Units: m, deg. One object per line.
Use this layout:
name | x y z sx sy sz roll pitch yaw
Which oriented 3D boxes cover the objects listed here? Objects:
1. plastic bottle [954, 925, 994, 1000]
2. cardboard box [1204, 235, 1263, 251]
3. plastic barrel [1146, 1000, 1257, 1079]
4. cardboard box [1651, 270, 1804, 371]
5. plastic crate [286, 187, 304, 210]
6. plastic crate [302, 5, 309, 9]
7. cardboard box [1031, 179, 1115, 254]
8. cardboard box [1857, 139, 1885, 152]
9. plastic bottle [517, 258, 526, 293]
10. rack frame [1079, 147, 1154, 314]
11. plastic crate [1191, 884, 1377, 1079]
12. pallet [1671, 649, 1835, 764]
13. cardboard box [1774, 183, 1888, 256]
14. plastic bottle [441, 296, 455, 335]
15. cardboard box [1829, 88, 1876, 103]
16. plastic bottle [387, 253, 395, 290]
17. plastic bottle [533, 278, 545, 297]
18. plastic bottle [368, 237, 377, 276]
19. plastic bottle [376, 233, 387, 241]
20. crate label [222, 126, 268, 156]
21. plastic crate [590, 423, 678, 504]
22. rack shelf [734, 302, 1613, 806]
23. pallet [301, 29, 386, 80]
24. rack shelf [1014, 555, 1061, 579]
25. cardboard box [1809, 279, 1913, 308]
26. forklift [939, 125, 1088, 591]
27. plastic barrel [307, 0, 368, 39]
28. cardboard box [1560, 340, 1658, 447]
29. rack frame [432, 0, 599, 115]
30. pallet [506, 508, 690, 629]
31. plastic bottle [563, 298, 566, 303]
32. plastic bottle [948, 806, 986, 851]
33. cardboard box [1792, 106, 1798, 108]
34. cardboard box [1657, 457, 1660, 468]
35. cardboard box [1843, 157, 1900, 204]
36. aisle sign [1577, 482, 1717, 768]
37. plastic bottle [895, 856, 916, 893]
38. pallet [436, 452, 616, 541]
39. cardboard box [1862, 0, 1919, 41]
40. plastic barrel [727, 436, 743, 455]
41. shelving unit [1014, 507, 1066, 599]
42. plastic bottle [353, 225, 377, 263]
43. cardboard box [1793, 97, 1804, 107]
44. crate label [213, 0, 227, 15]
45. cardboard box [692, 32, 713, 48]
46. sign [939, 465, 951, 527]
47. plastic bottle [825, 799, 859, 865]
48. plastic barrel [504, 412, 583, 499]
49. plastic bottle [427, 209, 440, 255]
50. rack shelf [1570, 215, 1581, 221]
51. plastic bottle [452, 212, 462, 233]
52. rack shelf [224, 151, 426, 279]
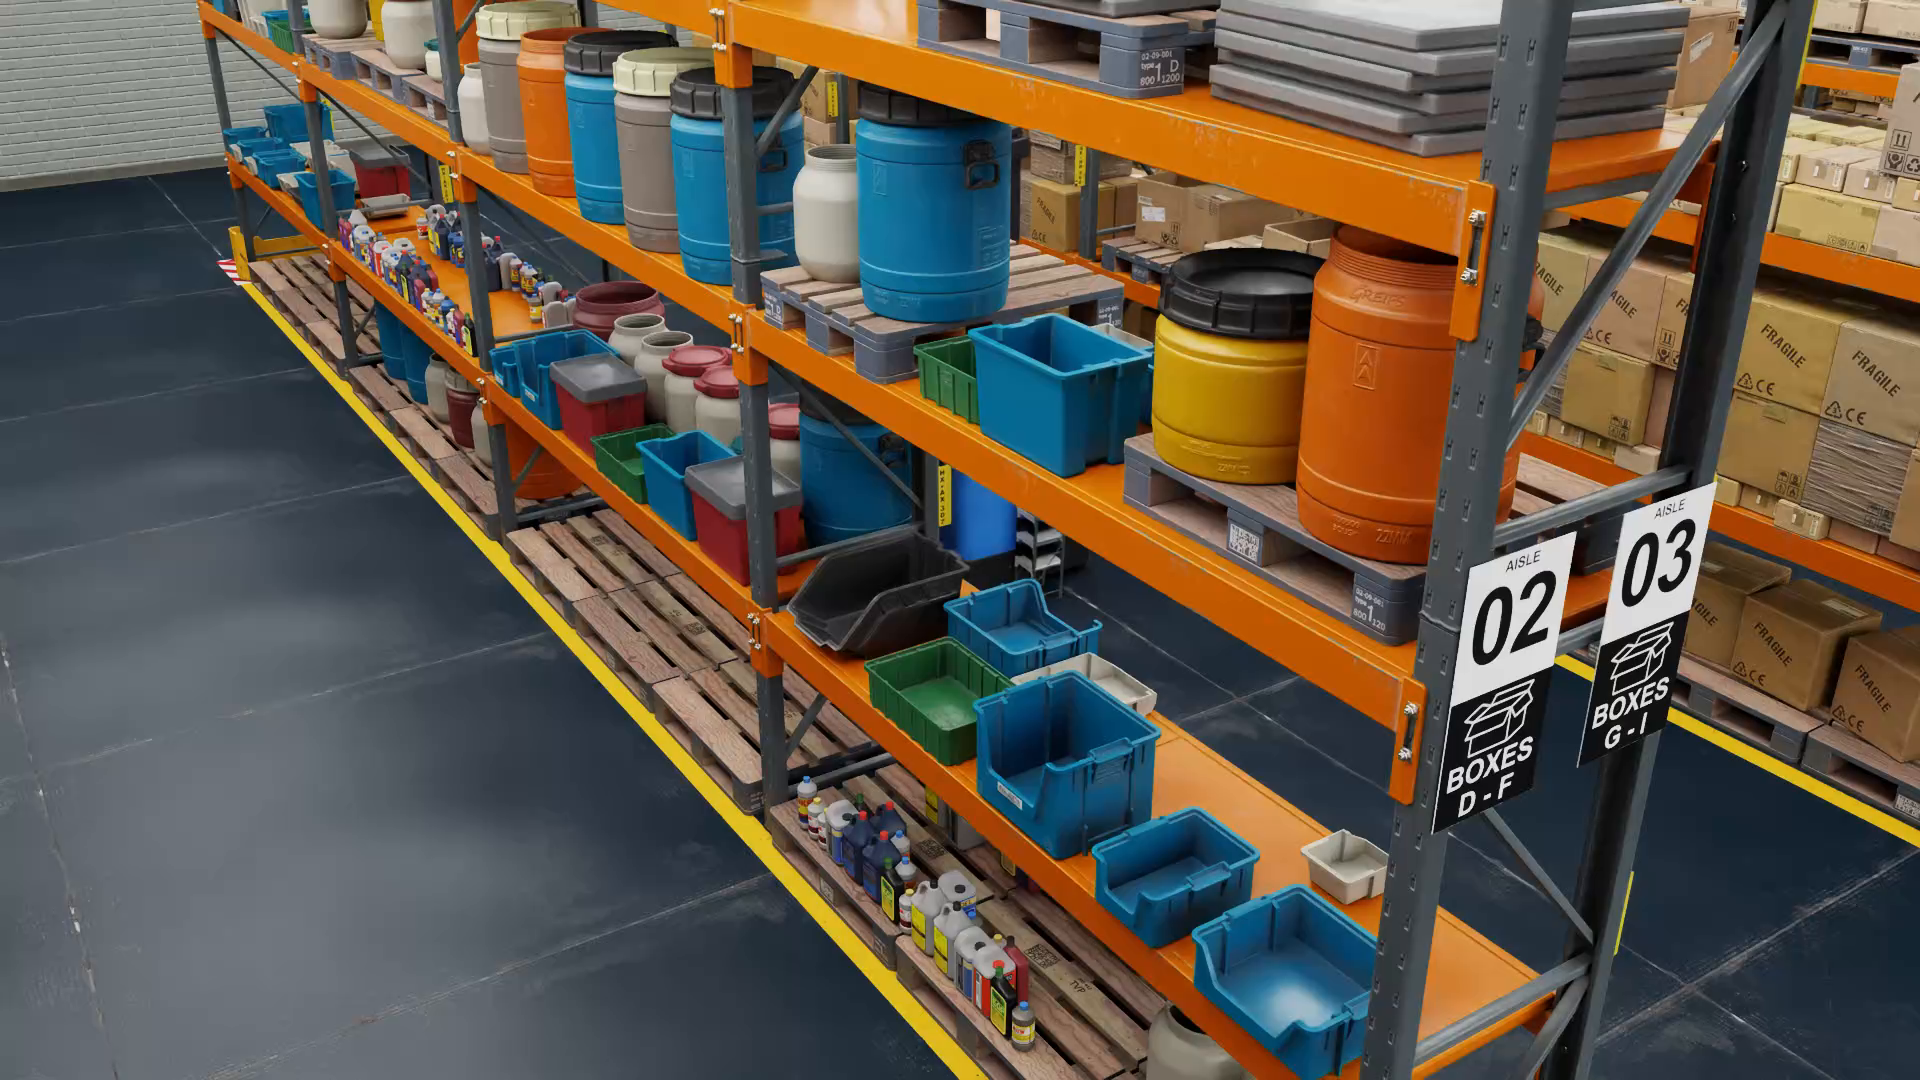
plastic bottle | 0.069 1.793 7.077 0.152 0.276 0.135 -16 30 -31
cardboard box | 2.134 -2.024 12.170 0.500 0.250 0.500 -16 30 -31
plastic barrel | 0.932 1.999 6.386 0.421 0.512 0.421 0 25 0
cardboard box | 4.174 -1.178 9.058 0.500 0.500 0.500 -16 29 -30
plastic crate | -5.758 -3.072 14.958 0.437 0.125 0.590 -16 29 -30
plastic crate | -5.770 -4.818 15.200 0.437 0.136 0.530 -16 29 -30
cardboard box | 0.934 -2.719 13.841 0.500 0.500 0.500 -15 29 -28
cardboard box | 4.812 -1.957 8.539 0.380 0.149 0.250 -17 30 -31
plastic bottle | -3.296 -2.002 12.576 0.061 0.283 0.133 -16 29 -30
rack frame | 1.411 -2.555 13.611 1.000 3.000 0.127 -16 29 -30
plastic crate | 1.105 1.419 5.368 0.499 0.251 0.616 -16 29 -30
pallet | 4.661 0.806 9.759 1.003 0.211 1.213 -16 29 -30
cardboard box | 4.476 -1.637 8.329 0.500 0.250 0.500 -16 30 -30
plastic bottle | -3.597 -1.585 11.708 0.097 0.271 0.097 0 25 0
cardboard box | 9.766 -5.019 17.873 0.500 0.500 0.500 -16 30 -31
plastic bottle | -4.316 -2.057 12.706 0.097 0.271 0.097 0 25 0
plastic bottle | -3.048 -1.772 12.102 0.097 0.271 0.097 0 25 0
plastic bottle | -4.594 -2.230 13.060 0.061 0.283 0.133 -16 29 -30
plastic bottle | -4.694 -2.392 13.498 0.097 0.201 0.097 0 25 0
crate label | -7.247 -4.048 16.900 0.416 0.233 0.303 -16 29 -30
plastic crate | -1.742 -0.431 9.360 0.450 0.188 0.662 -16 29 -30
rack shelf | 0.537 -0.286 6.133 1.077 0.370 4.000 -16 29 -30
pallet | -4.412 -3.845 13.051 1.213 0.211 1.003 -16 29 -30
rack shelf | 0.516 0.153 10.823 0.258 0.077 0.200 -15 32 -28
cardboard box | 4.888 -1.122 8.939 0.500 0.500 0.500 -16 29 -30
forklift | -0.323 -1.555 11.572 1.130 2.935 3.031 -14 29 -28
plastic barrel | -4.845 -4.192 12.915 0.433 0.535 0.433 0 25 0
cardboard box | 4.032 -0.941 9.727 0.875 0.500 0.500 -16 29 -30
rack frame | -2.738 -4.114 9.885 1.000 3.000 0.127 -16 29 -30
pallet | -2.348 0.147 11.155 1.003 0.211 1.213 -16 29 -30
plastic bottle | -2.797 -1.624 11.871 0.097 0.201 0.097 0 25 0
plastic bottle | 0.033 1.338 8.039 0.152 0.276 0.135 -16 29 -30
cardboard box | 6.697 -3.463 14.246 0.700 0.500 0.500 -16 30 -30
cardboard box | 4.163 -0.422 9.387 0.380 0.149 0.250 -16 29 -30
cardboard box | 4.551 -1.765 8.132 0.380 0.149 0.250 -17 30 -32
aisle sign | 1.914 0.243 4.639 0.394 0.787 0.004 -16 29 -30
plastic bottle | -0.247 1.562 7.571 0.097 0.271 0.097 0 25 0
pallet | -3.204 -0.412 12.338 1.003 0.211 1.213 -16 29 -30
cardboard box | 7.286 -3.983 12.689 0.500 0.250 0.500 -15 29 -29
plastic barrel | -1.149 -0.417 9.243 0.301 0.262 0.301 0 25 0
shelving unit | 0.521 -0.036 10.725 0.258 0.900 0.210 -15 32 -28
plastic bottle | -4.789 -2.390 13.407 0.152 0.276 0.135 -16 29 -30
cardboard box | 9.221 -4.917 18.790 0.500 0.250 0.500 -17 30 -31
crate label | -6.873 -5.146 15.760 0.408 0.251 0.502 -16 29 -30
cardboard box | -2.647 -5.409 18.605 0.500 0.500 0.500 -16 30 -31
sign | -0.088 -0.219 8.339 0.100 0.325 0.005 -16 29 -30
plastic bottle | -0.549 1.388 7.933 0.152 0.276 0.135 -14 29 -28
plastic barrel | -3.020 -0.780 11.902 0.600 0.830 0.708 -16 29 -30
plastic bottle | -4.267 -2.523 13.601 0.144 0.351 0.185 -16 29 -30
rack shelf | 6.714 -2.634 14.621 1.077 0.370 4.000 -16 29 -30
plastic bottle | -4.045 -2.490 13.532 0.144 0.351 0.185 -16 29 -30
rack shelf | -6.014 -3.221 15.865 1.077 0.370 4.000 -16 29 -30
